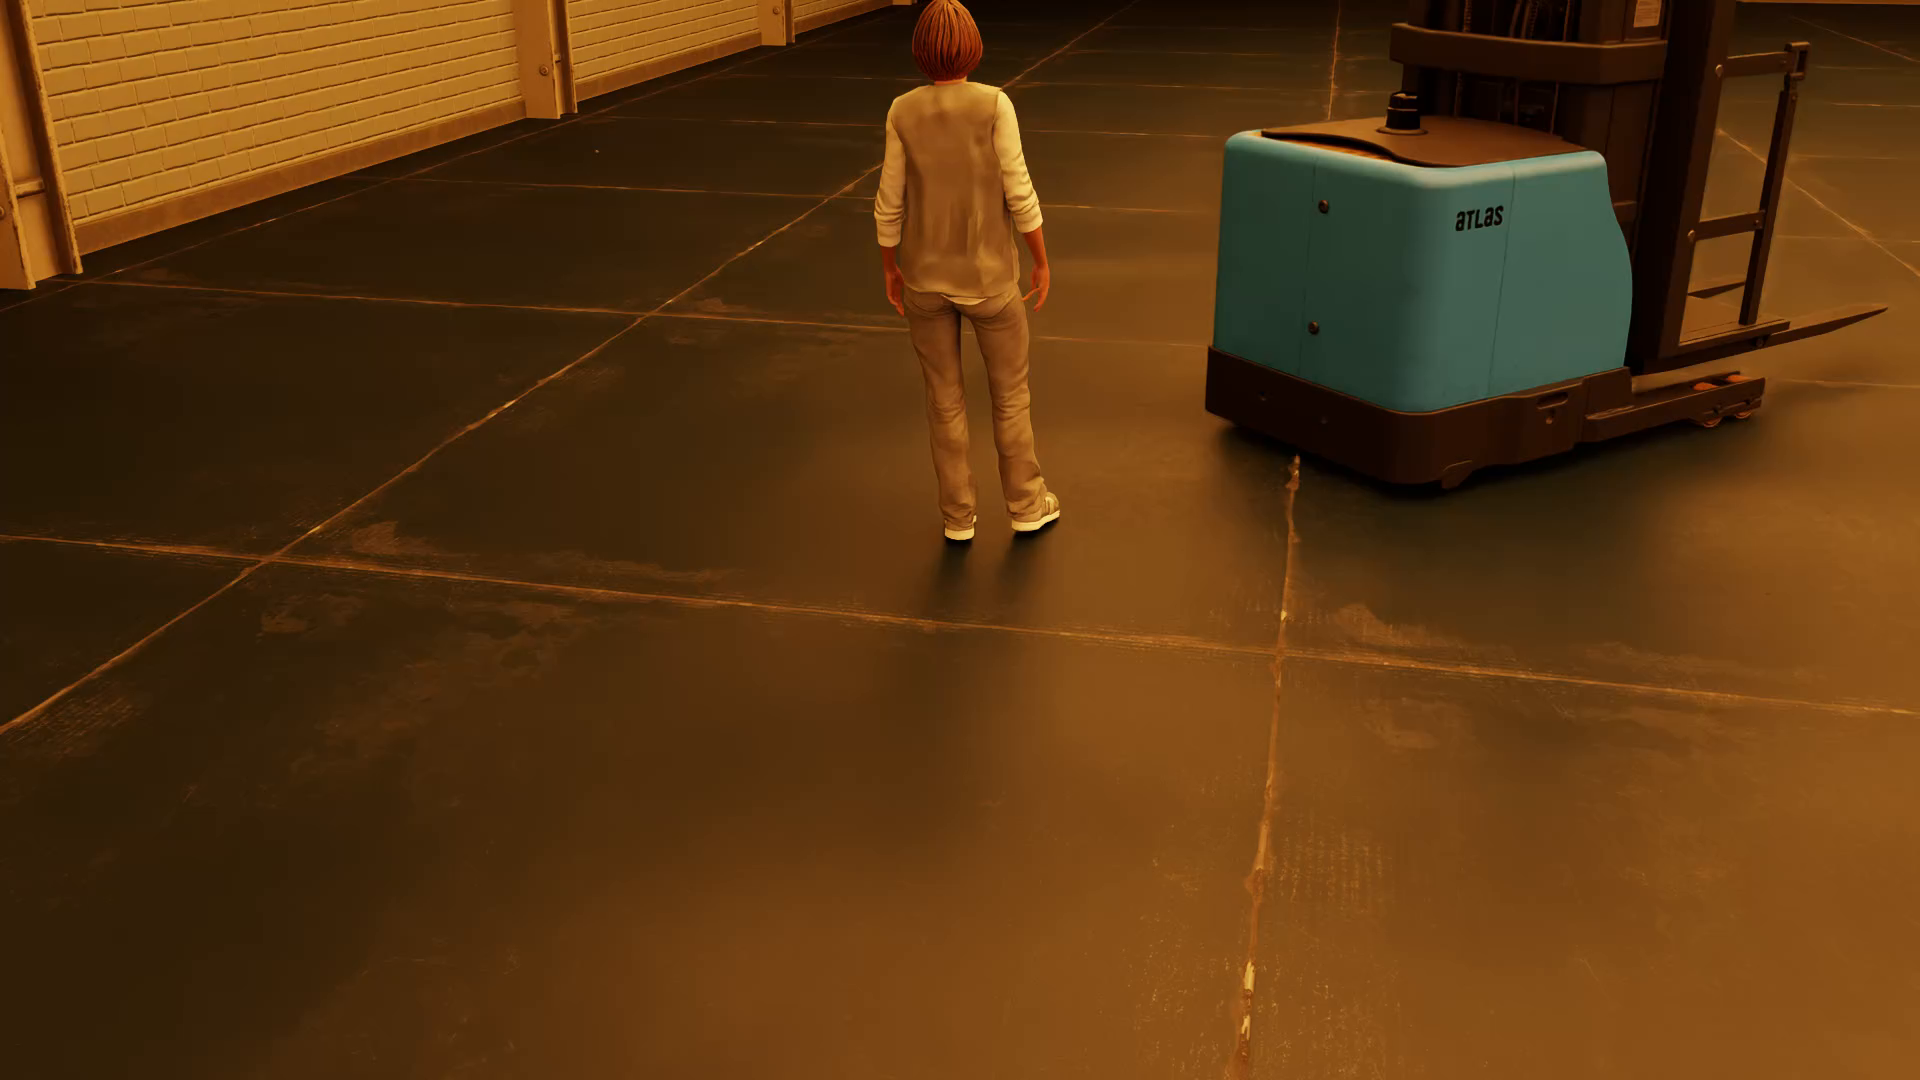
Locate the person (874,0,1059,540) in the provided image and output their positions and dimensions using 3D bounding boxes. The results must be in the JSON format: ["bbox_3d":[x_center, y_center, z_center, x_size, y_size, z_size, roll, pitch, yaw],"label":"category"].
[{"bbox_3d":[0.030,-0.773,4.909,0.520,1.599,0.473,5,23,11],"label":"person"}]

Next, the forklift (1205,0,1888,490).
[{"bbox_3d":[2.426,-1.927,5.993,3.031,2.935,1.130,-13,26,-30],"label":"forklift"}]
